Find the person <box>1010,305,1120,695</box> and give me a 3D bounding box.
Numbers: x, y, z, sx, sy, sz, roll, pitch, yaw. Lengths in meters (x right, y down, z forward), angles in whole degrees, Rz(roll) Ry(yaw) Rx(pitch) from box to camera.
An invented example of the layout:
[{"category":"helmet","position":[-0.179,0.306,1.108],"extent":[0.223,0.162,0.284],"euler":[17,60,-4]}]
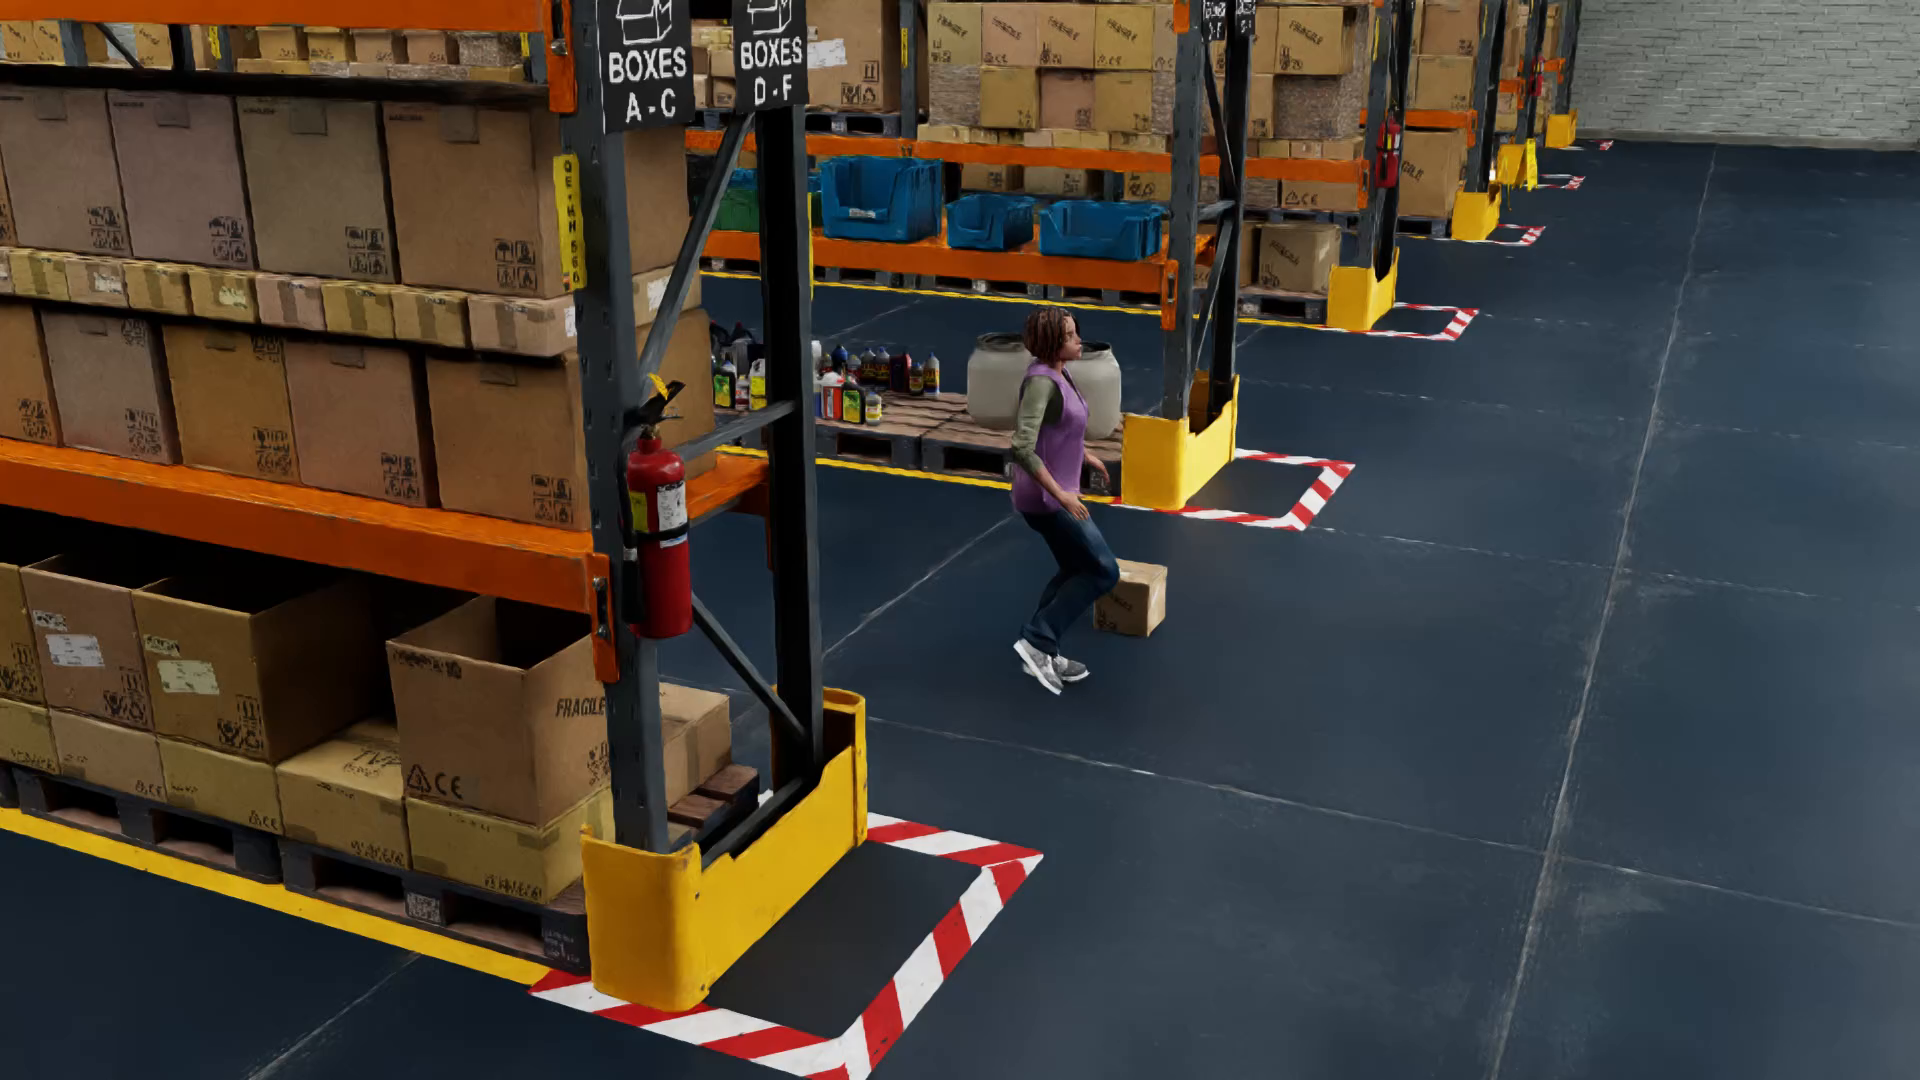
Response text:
[{"category":"person","position":[0.411,-0.153,6.609],"extent":[0.436,1.543,0.579],"euler":[0,19,-1]}]
